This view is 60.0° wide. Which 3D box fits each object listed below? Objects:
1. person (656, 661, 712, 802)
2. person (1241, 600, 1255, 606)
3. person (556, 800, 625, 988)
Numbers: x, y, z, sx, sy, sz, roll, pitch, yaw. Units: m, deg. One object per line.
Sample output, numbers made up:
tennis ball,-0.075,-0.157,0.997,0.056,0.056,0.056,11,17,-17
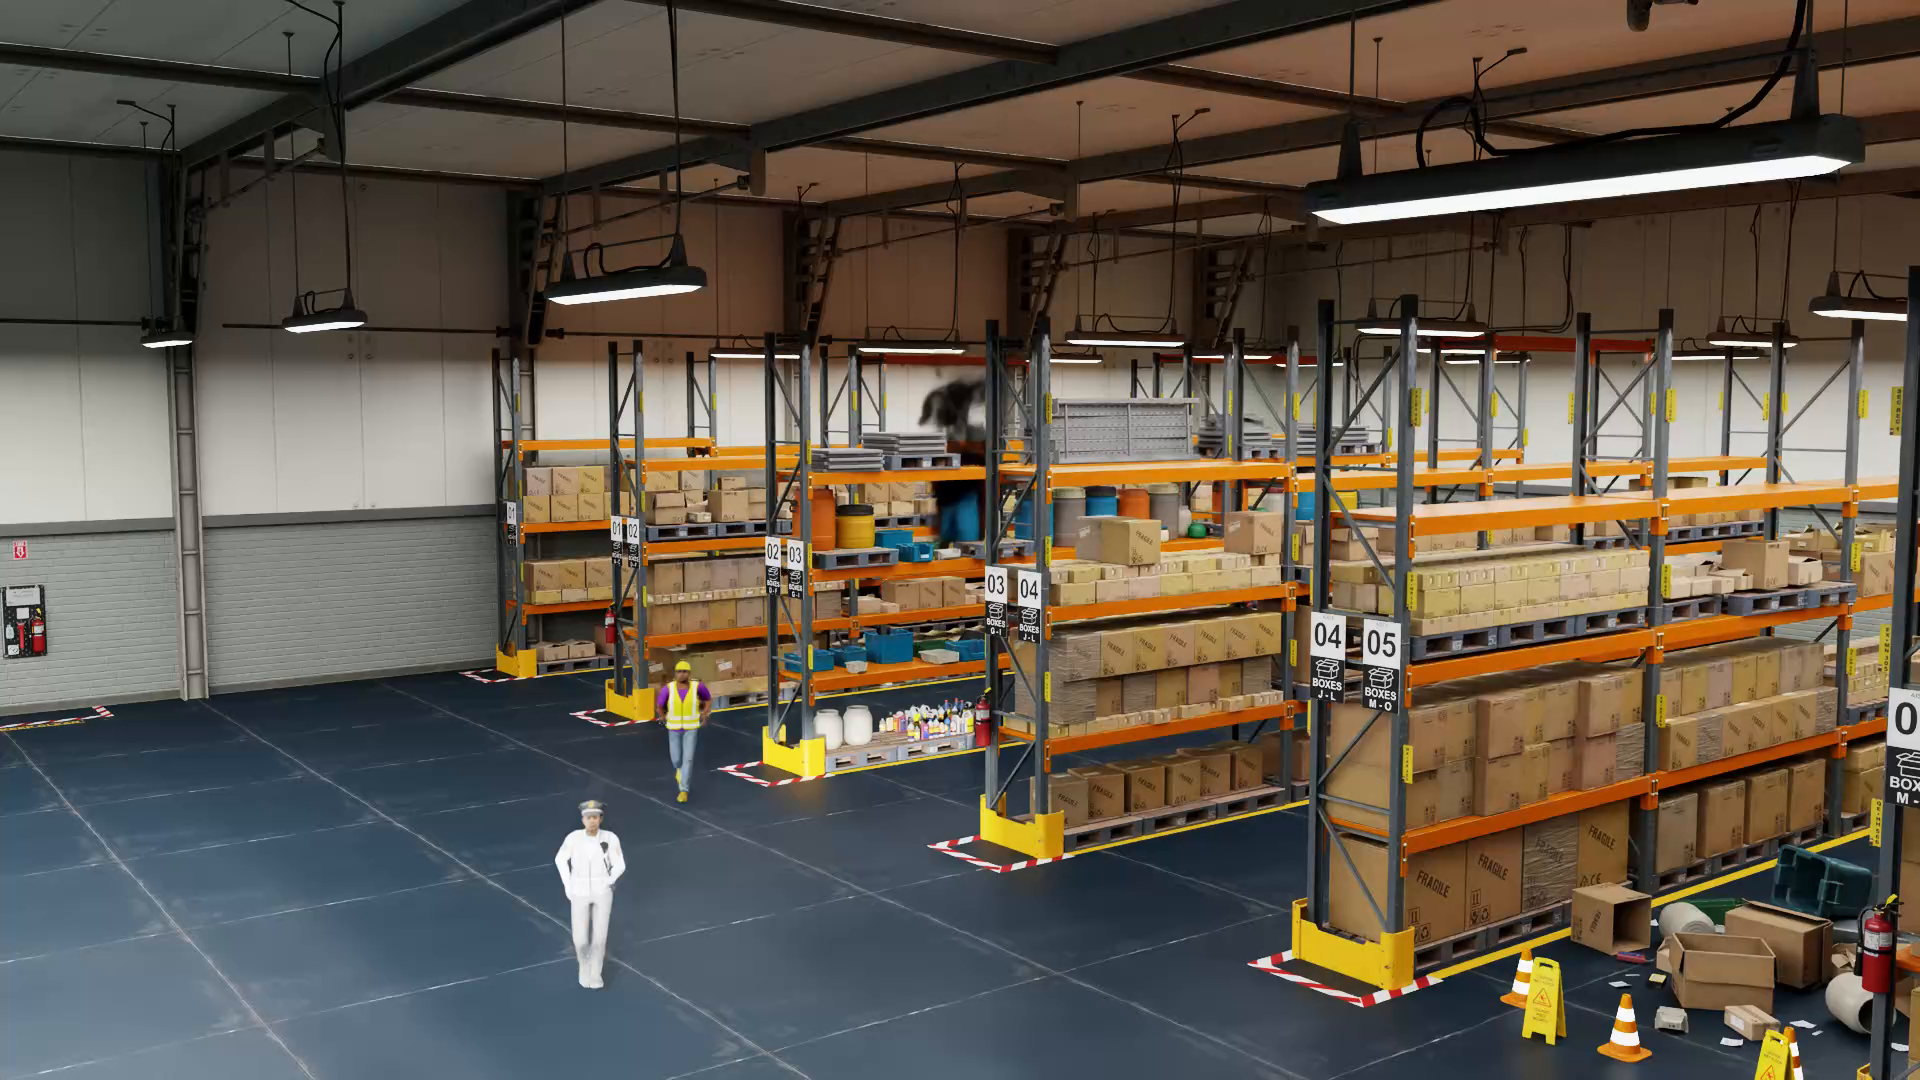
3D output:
person,-3.544,2.417,21.331,0.704,1.754,0.916,0,5,-4
person,5.343,1.519,32.036,0.663,1.698,0.752,4,7,40
person,-3.193,3.074,14.368,0.596,1.676,0.509,-1,5,-10
